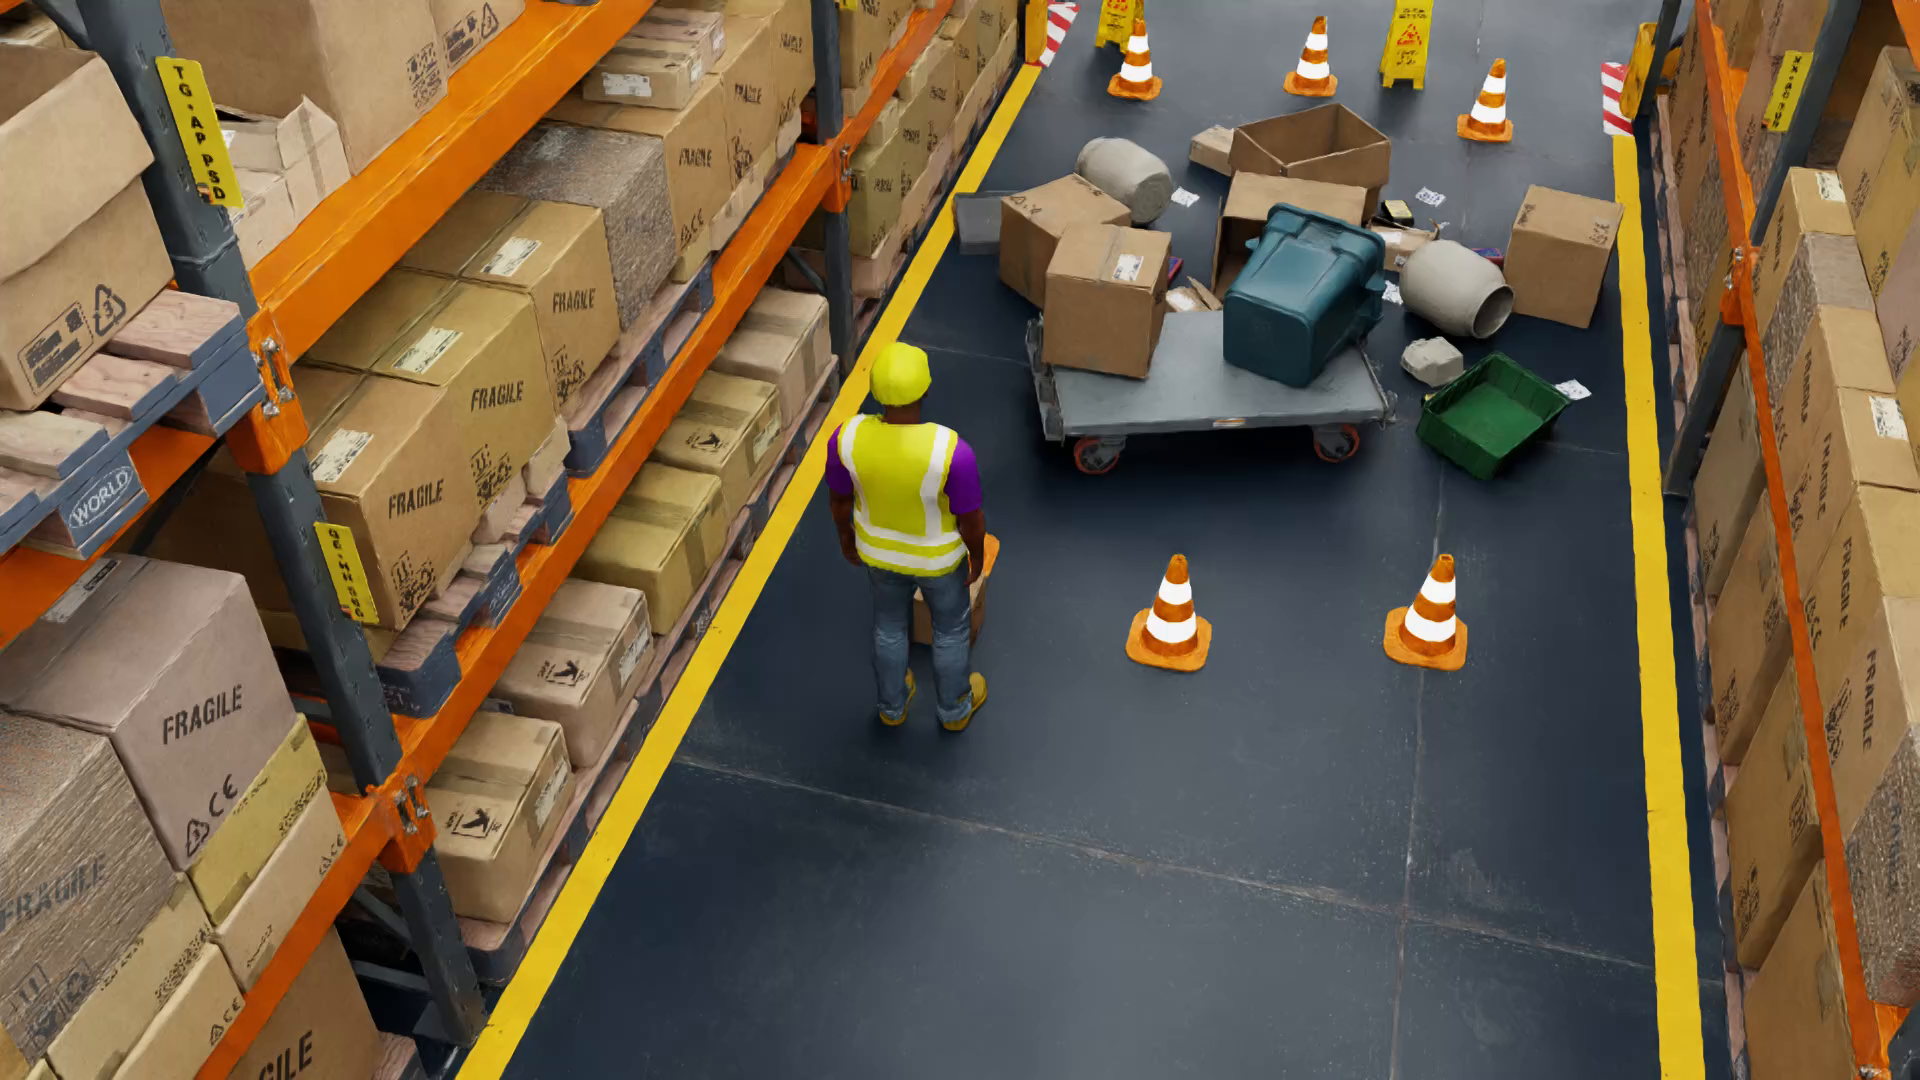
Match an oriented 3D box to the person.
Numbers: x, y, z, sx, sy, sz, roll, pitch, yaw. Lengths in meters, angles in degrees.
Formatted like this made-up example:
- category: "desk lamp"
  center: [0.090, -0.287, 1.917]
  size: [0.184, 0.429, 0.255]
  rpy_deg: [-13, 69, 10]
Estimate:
- category: "person"
  center: [-0.178, 0.002, 6.135]
  size: [0.586, 1.768, 0.426]
  rpy_deg: [11, 42, 12]
